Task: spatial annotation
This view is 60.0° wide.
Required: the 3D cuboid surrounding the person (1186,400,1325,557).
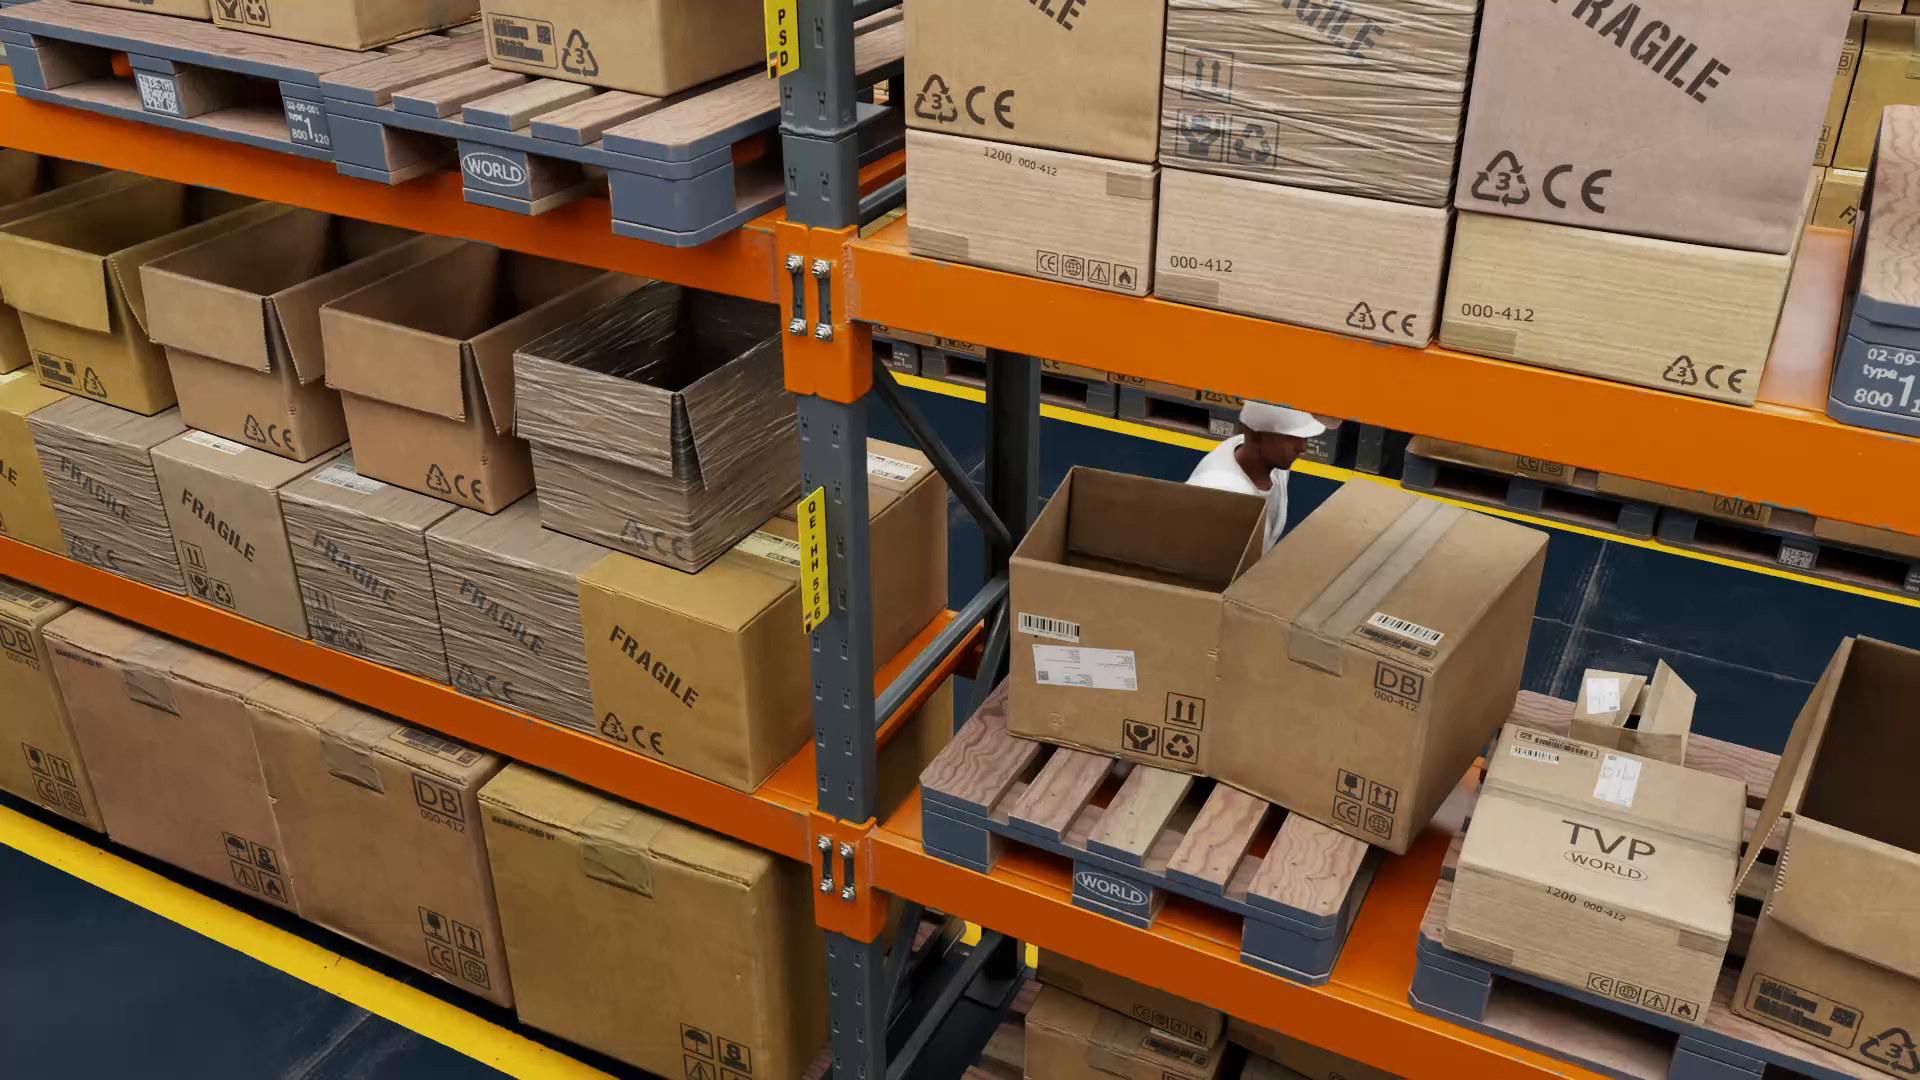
[{"bbox_3d":[0.929,0.266,5.654,0.452,1.772,0.616,19,35,29],"label":"person"}]
